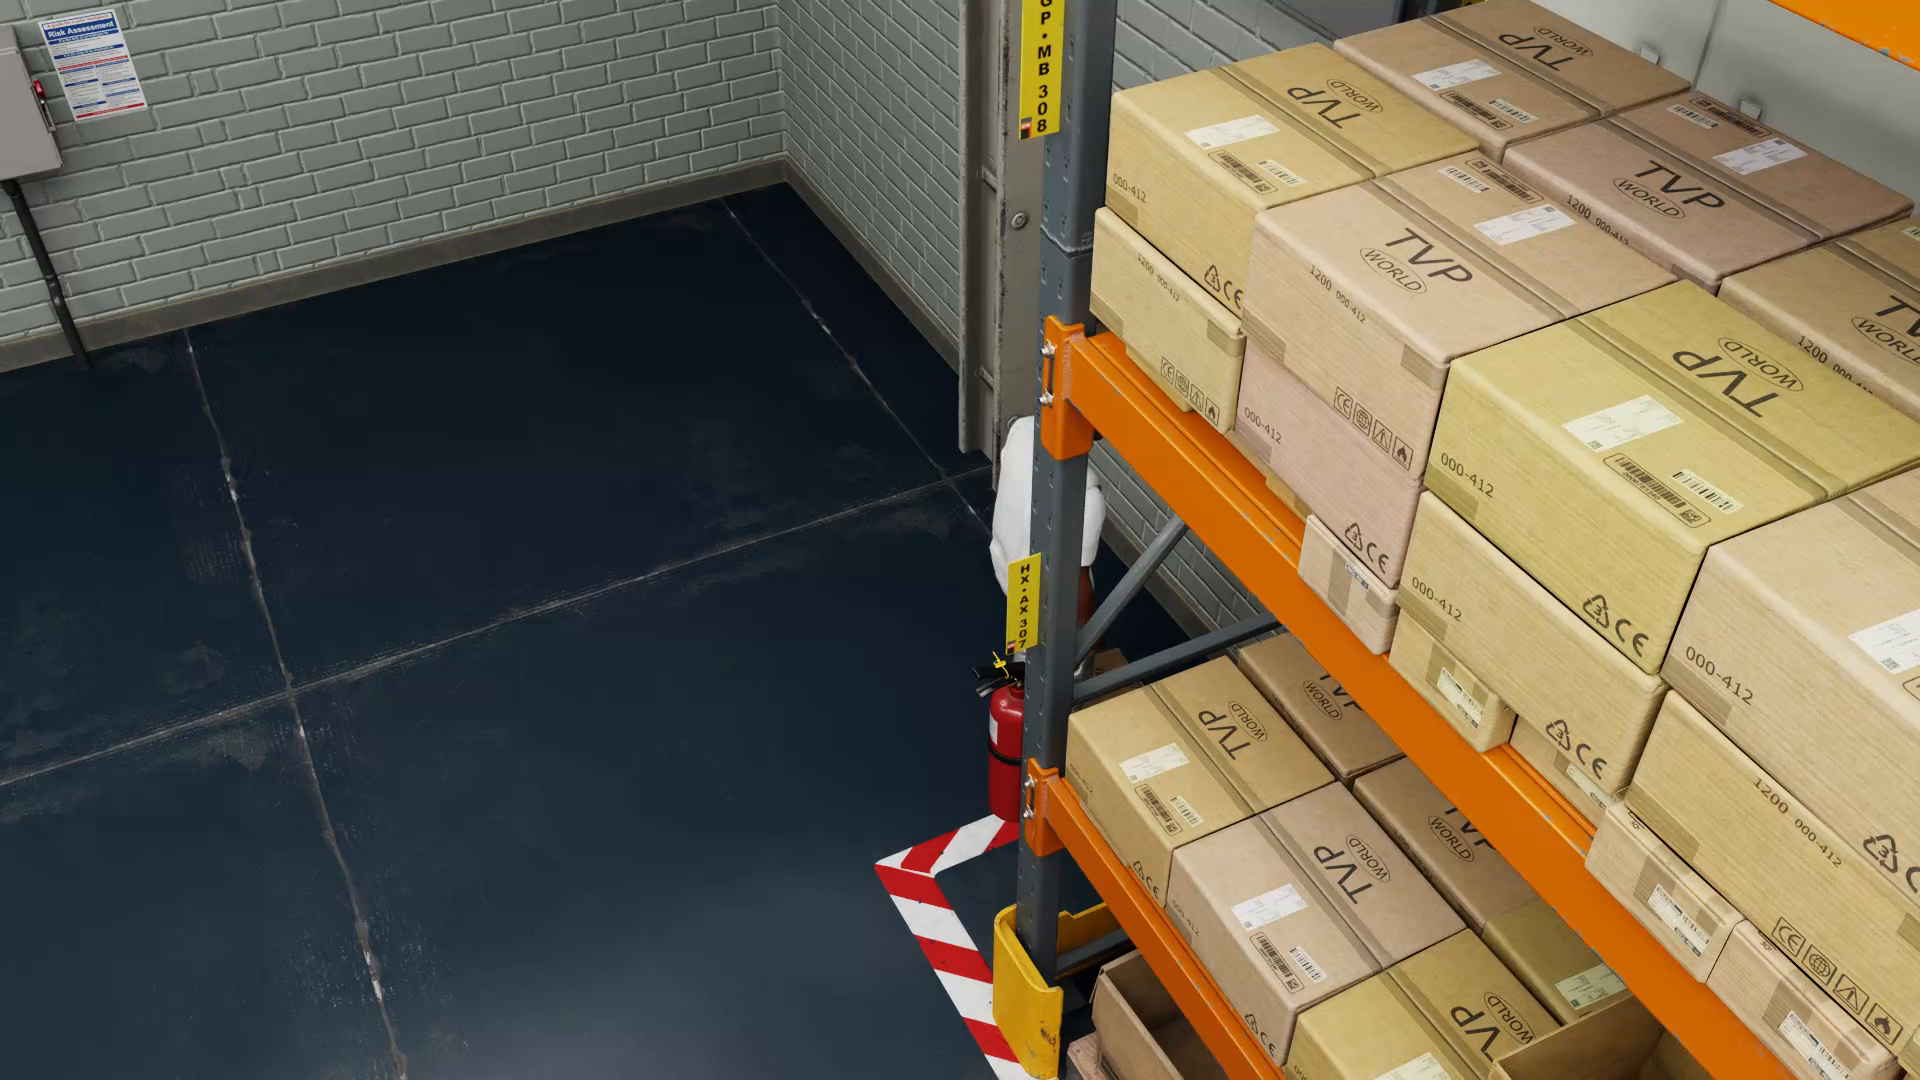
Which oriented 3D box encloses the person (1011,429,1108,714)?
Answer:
[{"bbox_3d":[0.360,0.122,5.987,0.357,1.661,0.625,-14,43,-16],"label":"person"}]
